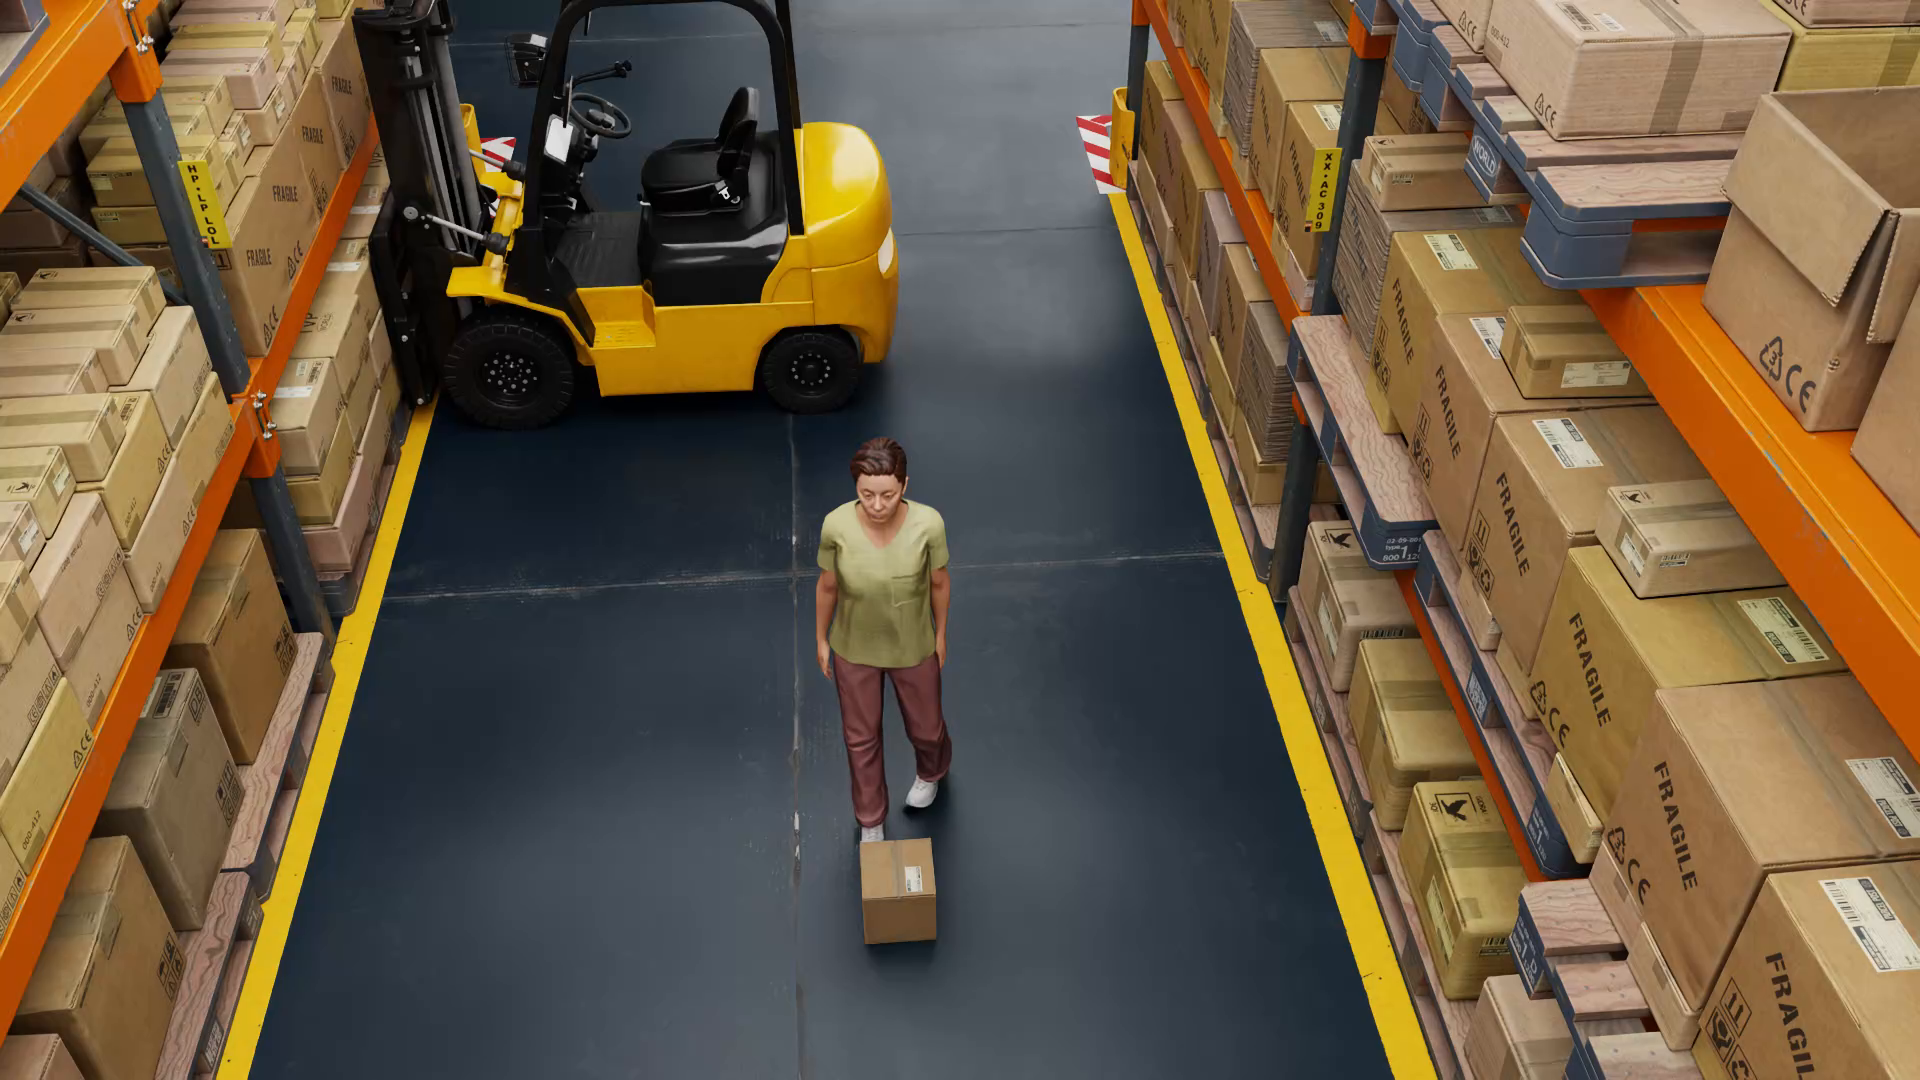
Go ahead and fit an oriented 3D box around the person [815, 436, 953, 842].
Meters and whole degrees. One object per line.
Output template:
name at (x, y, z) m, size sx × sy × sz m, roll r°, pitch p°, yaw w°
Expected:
person at (-0.263, 0.377, 5.689) m, size 0.462 × 1.672 × 0.571 m, roll 1°, pitch 39°, yaw 1°
